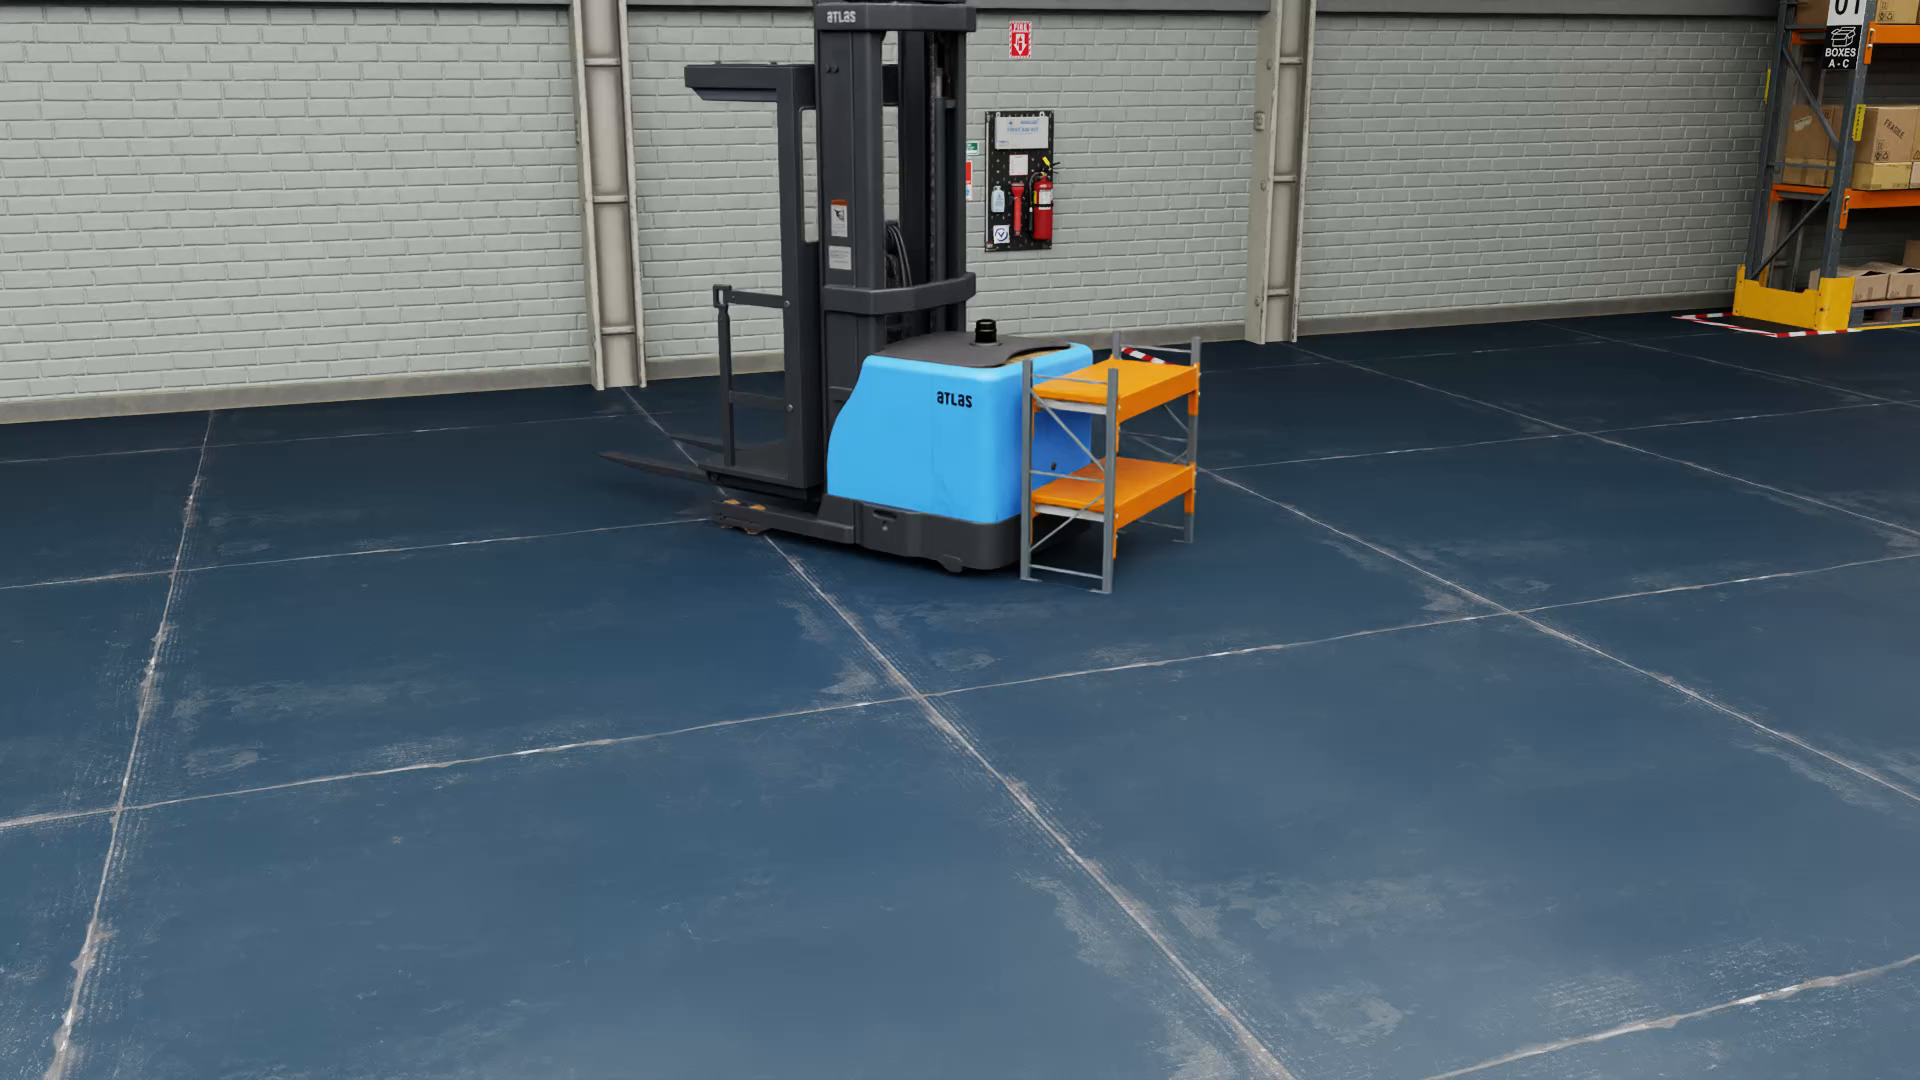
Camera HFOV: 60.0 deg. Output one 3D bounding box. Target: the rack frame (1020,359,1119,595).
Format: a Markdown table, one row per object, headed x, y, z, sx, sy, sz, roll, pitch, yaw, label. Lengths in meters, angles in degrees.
| x | y | z | sx | sy | sz | roll | pitch | yaw | label |
| --- | --- | --- | --- | --- | --- | --- | --- | --- | --- |
| 0.529 | -0.308 | 8.149 | 0.500 | 1.125 | 0.032 | 9 | 19 | 29 | rack frame |

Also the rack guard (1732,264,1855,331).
| x | y | z | sx | sy | sz | roll | pitch | yaw | label |
| --- | --- | --- | --- | --- | --- | --- | --- | --- | --- |
| 8.198 | -2.402 | 16.391 | 0.348 | 0.500 | 1.175 | -6 | 17 | -20 | rack guard |

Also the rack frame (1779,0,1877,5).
| x | y | z | sx | sy | sz | roll | pitch | yaw | label |
| --- | --- | --- | --- | --- | --- | --- | --- | --- | --- |
| 8.127 | -6.472 | 15.168 | 0.127 | 3.000 | 1.000 | -6 | 17 | -20 | rack frame |

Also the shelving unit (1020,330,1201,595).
| x | y | z | sx | sy | sz | roll | pitch | yaw | label |
| --- | --- | --- | --- | --- | --- | --- | --- | --- | --- |
| 0.786 | -0.431 | 8.570 | 0.538 | 1.125 | 1.048 | 9 | 19 | 29 | shelving unit |

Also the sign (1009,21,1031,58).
| x | y | z | sx | sy | sz | roll | pitch | yaw | label |
| --- | --- | --- | --- | --- | --- | --- | --- | --- | --- |
| 0.504 | -4.186 | 13.914 | 0.199 | 0.298 | 0.001 | -6 | 17 | -20 | sign |

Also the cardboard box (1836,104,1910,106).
| x | y | z | sx | sy | sz | roll | pitch | yaw | label |
| --- | --- | --- | --- | --- | --- | --- | --- | --- | --- |
| 8.965 | -4.043 | 16.442 | 0.500 | 0.500 | 0.500 | -6 | 17 | -19 | cardboard box |

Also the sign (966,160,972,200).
| x | y | z | sx | sy | sz | roll | pitch | yaw | label |
| --- | --- | --- | --- | --- | --- | --- | --- | --- | --- |
| -0.006 | -3.037 | 14.052 | 0.234 | 0.329 | 0.001 | -6 | 17 | -20 | sign |

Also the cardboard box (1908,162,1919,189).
| x | y | z | sx | sy | sz | roll | pitch | yaw | label |
| --- | --- | --- | --- | --- | --- | --- | --- | --- | --- |
| 9.176 | -3.553 | 16.105 | 0.500 | 0.250 | 0.500 | -7 | 18 | -22 | cardboard box |

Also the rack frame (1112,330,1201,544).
| x | y | z | sx | sy | sz | roll | pitch | yaw | label |
| --- | --- | --- | --- | --- | --- | --- | --- | --- | --- |
| 1.044 | -0.555 | 8.991 | 0.500 | 1.125 | 0.032 | 9 | 19 | 29 | rack frame |

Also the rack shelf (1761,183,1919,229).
| x | y | z | sx | sy | sz | roll | pitch | yaw | label |
| --- | --- | --- | --- | --- | --- | --- | --- | --- | --- |
| 9.995 | -3.450 | 16.801 | 4.000 | 0.370 | 1.077 | -6 | 17 | -20 | rack shelf |

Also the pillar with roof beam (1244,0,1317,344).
| x | y | z | sx | sy | sz | roll | pitch | yaw | label |
| --- | --- | --- | --- | --- | --- | --- | --- | --- | --- |
| 4.409 | -5.033 | 10.266 | 0.400 | 9.000 | 9.100 | -6 | 17 | -20 | pillar with roof beam |

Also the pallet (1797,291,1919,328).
| x | y | z | sx | sy | sz | roll | pitch | yaw | label |
| --- | --- | --- | --- | --- | --- | --- | --- | --- | --- |
| 8.969 | -2.336 | 16.679 | 1.213 | 0.211 | 1.003 | -6 | 17 | -20 | pallet |

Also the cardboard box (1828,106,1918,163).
| x | y | z | sx | sy | sz | roll | pitch | yaw | label |
| --- | --- | --- | --- | --- | --- | --- | --- | --- | --- |
| 8.680 | -3.860 | 15.820 | 0.500 | 0.500 | 0.500 | -6 | 17 | -20 | cardboard box |

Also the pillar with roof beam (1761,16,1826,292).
| x | y | z | sx | sy | sz | roll | pitch | yaw | label |
| --- | --- | --- | --- | --- | --- | --- | --- | --- | --- |
| 10.012 | -5.638 | 12.326 | 0.400 | 9.000 | 9.100 | -6 | 17 | -20 | pillar with roof beam |

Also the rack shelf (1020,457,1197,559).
| x | y | z | sx | sy | sz | roll | pitch | yaw | label |
| --- | --- | --- | --- | --- | --- | --- | --- | --- | --- |
| 0.786 | -0.197 | 8.639 | 0.538 | 0.278 | 1.000 | 9 | 19 | 29 | rack shelf |

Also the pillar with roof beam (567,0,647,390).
| x | y | z | sx | sy | sz | roll | pitch | yaw | label |
| --- | --- | --- | --- | --- | --- | --- | --- | --- | --- |
| -1.194 | -4.428 | 8.206 | 0.400 | 9.000 | 9.100 | -6 | 17 | -20 | pillar with roof beam |

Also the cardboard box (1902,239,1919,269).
| x | y | z | sx | sy | sz | roll | pitch | yaw | label |
| --- | --- | --- | --- | --- | --- | --- | --- | --- | --- |
| 10.041 | -2.770 | 16.863 | 0.500 | 0.500 | 0.700 | -7 | 18 | -24 | cardboard box |

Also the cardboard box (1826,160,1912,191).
| x | y | z | sx | sy | sz | roll | pitch | yaw | label |
| --- | --- | --- | --- | --- | --- | --- | --- | --- | --- |
| 8.696 | -3.497 | 15.914 | 0.500 | 0.250 | 0.500 | -7 | 18 | -22 | cardboard box |

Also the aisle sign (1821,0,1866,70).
| x | y | z | sx | sy | sz | roll | pitch | yaw | label |
| --- | --- | --- | --- | --- | --- | --- | --- | --- | --- |
| 8.167 | -4.755 | 15.353 | 0.004 | 0.787 | 0.394 | -6 | 17 | -20 | aisle sign |

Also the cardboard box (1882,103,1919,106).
| x | y | z | sx | sy | sz | roll | pitch | yaw | label |
| --- | --- | --- | --- | --- | --- | --- | --- | --- | --- |
| 9.446 | -4.096 | 16.623 | 0.500 | 0.500 | 0.500 | -7 | 18 | -22 | cardboard box |

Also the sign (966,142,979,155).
| x | y | z | sx | sy | sz | roll | pitch | yaw | label |
| --- | --- | --- | --- | --- | --- | --- | --- | --- | --- |
| 0.002 | -3.289 | 13.971 | 0.331 | 0.109 | 0.001 | -6 | 17 | -20 | sign |

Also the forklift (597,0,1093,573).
| x | y | z | sx | sy | sz | roll | pitch | yaw | label |
| --- | --- | --- | --- | --- | --- | --- | --- | --- | --- |
| -0.775 | -1.543 | 9.152 | 3.031 | 2.935 | 1.130 | 11 | 20 | 34 | forklift |

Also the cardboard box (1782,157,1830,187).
| x | y | z | sx | sy | sz | roll | pitch | yaw | label |
| --- | --- | --- | --- | --- | --- | --- | --- | --- | --- |
| 8.494 | -3.630 | 16.365 | 0.500 | 0.250 | 0.500 | -6 | 17 | -19 | cardboard box |

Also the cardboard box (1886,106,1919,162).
| x | y | z | sx | sy | sz | roll | pitch | yaw | label |
| --- | --- | --- | --- | --- | --- | --- | --- | --- | --- |
| 9.146 | -3.908 | 15.981 | 0.500 | 0.500 | 0.500 | -6 | 17 | -20 | cardboard box |

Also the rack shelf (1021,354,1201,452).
| x | y | z | sx | sy | sz | roll | pitch | yaw | label |
| --- | --- | --- | --- | --- | --- | --- | --- | --- | --- |
| 0.786 | -0.712 | 8.487 | 0.538 | 0.278 | 1.000 | 9 | 19 | 29 | rack shelf |

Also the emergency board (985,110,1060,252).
| x | y | z | sx | sy | sz | roll | pitch | yaw | label |
| --- | --- | --- | --- | --- | --- | --- | --- | --- | --- |
| 0.547 | -3.048 | 14.154 | 0.643 | 1.169 | 0.194 | -6 | 17 | -20 | emergency board |

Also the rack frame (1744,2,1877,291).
| x | y | z | sx | sy | sz | roll | pitch | yaw | label |
| --- | --- | --- | --- | --- | --- | --- | --- | --- | --- |
| 8.127 | -3.594 | 16.013 | 0.127 | 3.000 | 1.000 | -6 | 17 | -20 | rack frame |

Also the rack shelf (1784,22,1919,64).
| x | y | z | sx | sy | sz | roll | pitch | yaw | label |
| --- | --- | --- | --- | --- | --- | --- | --- | --- | --- |
| 9.995 | -4.890 | 16.378 | 4.000 | 0.370 | 1.077 | -6 | 17 | -20 | rack shelf |

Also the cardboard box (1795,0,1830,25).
| x | y | z | sx | sy | sz | roll | pitch | yaw | label |
| --- | --- | --- | --- | --- | --- | --- | --- | --- | --- |
| 8.426 | -5.199 | 15.944 | 0.500 | 0.500 | 0.500 | -5 | 17 | -16 | cardboard box |

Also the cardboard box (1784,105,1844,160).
| x | y | z | sx | sy | sz | roll | pitch | yaw | label |
| --- | --- | --- | --- | --- | --- | --- | --- | --- | --- |
| 8.491 | -3.995 | 16.278 | 0.500 | 0.500 | 0.500 | -6 | 18 | -21 | cardboard box |

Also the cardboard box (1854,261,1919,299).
| x | y | z | sx | sy | sz | roll | pitch | yaw | label |
| --- | --- | --- | --- | --- | --- | --- | --- | --- | --- |
| 9.338 | -2.618 | 16.682 | 0.500 | 0.311 | 0.500 | -5 | 17 | -15 | cardboard box |

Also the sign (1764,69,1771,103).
| x | y | z | sx | sy | sz | roll | pitch | yaw | label |
| --- | --- | --- | --- | --- | --- | --- | --- | --- | --- |
| 7.947 | -4.449 | 16.309 | 0.005 | 0.325 | 0.100 | -6 | 17 | -20 | sign |

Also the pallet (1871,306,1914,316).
| x | y | z | sx | sy | sz | roll | pitch | yaw | label |
| --- | --- | --- | --- | --- | --- | --- | --- | --- | --- |
| 10.107 | -2.458 | 17.094 | 1.213 | 0.211 | 1.003 | -6 | 17 | -20 | pallet |

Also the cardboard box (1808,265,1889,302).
| x | y | z | sx | sy | sz | roll | pitch | yaw | label |
| --- | --- | --- | --- | --- | --- | --- | --- | --- | --- |
| 8.805 | -2.561 | 16.487 | 0.500 | 0.311 | 0.500 | -8 | 18 | -26 | cardboard box |

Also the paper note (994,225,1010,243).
| x | y | z | sx | sy | sz | roll | pitch | yaw | label |
| --- | --- | --- | --- | --- | --- | --- | --- | --- | --- |
| 0.357 | -2.626 | 14.279 | 0.142 | 0.148 | 0.016 | -6 | 17 | -20 | paper note |

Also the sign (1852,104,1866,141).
| x | y | z | sx | sy | sz | roll | pitch | yaw | label |
| --- | --- | --- | --- | --- | --- | --- | --- | --- | --- |
| 8.321 | -3.867 | 15.405 | 0.005 | 0.325 | 0.100 | -6 | 17 | -20 | sign |

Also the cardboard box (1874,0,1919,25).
| x | y | z | sx | sy | sz | roll | pitch | yaw | label |
| --- | --- | --- | --- | --- | --- | --- | --- | --- | --- |
| 8.529 | -5.059 | 15.464 | 0.500 | 0.500 | 0.500 | -6 | 17 | -19 | cardboard box |

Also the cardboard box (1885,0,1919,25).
| x | y | z | sx | sy | sz | roll | pitch | yaw | label |
| --- | --- | --- | --- | --- | --- | --- | --- | --- | --- |
| 9.043 | -5.103 | 15.617 | 0.500 | 0.500 | 0.500 | -5 | 17 | -16 | cardboard box |
